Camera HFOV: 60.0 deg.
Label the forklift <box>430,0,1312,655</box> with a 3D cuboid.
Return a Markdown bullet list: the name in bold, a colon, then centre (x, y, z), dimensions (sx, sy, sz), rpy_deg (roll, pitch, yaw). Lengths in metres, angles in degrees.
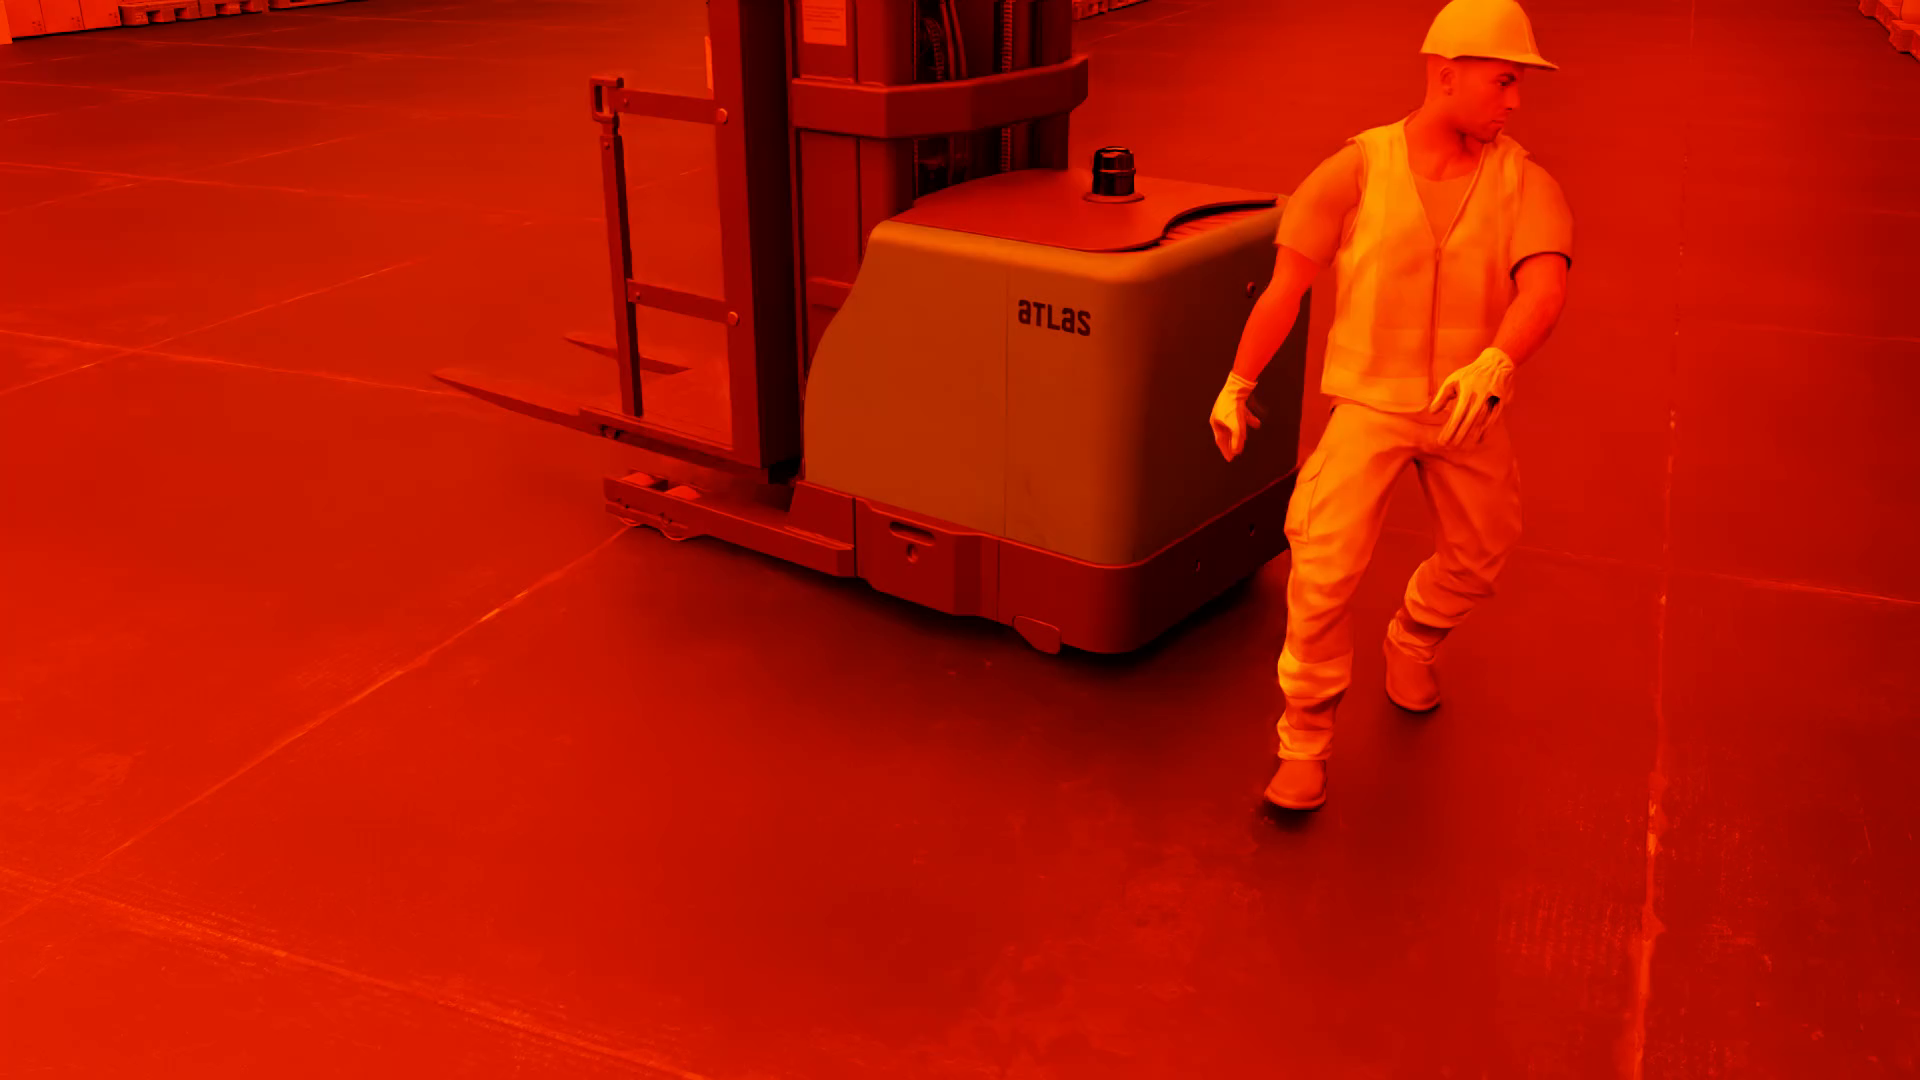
- **forklift**: centre (-0.488, -1.494, 4.866), dimensions (3.031, 2.935, 1.130), rpy_deg (16, 28, 34)

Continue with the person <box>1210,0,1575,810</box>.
- **person**: centre (0.918, -0.290, 3.614), dimensions (0.713, 1.697, 0.844), rpy_deg (-1, 23, -1)
